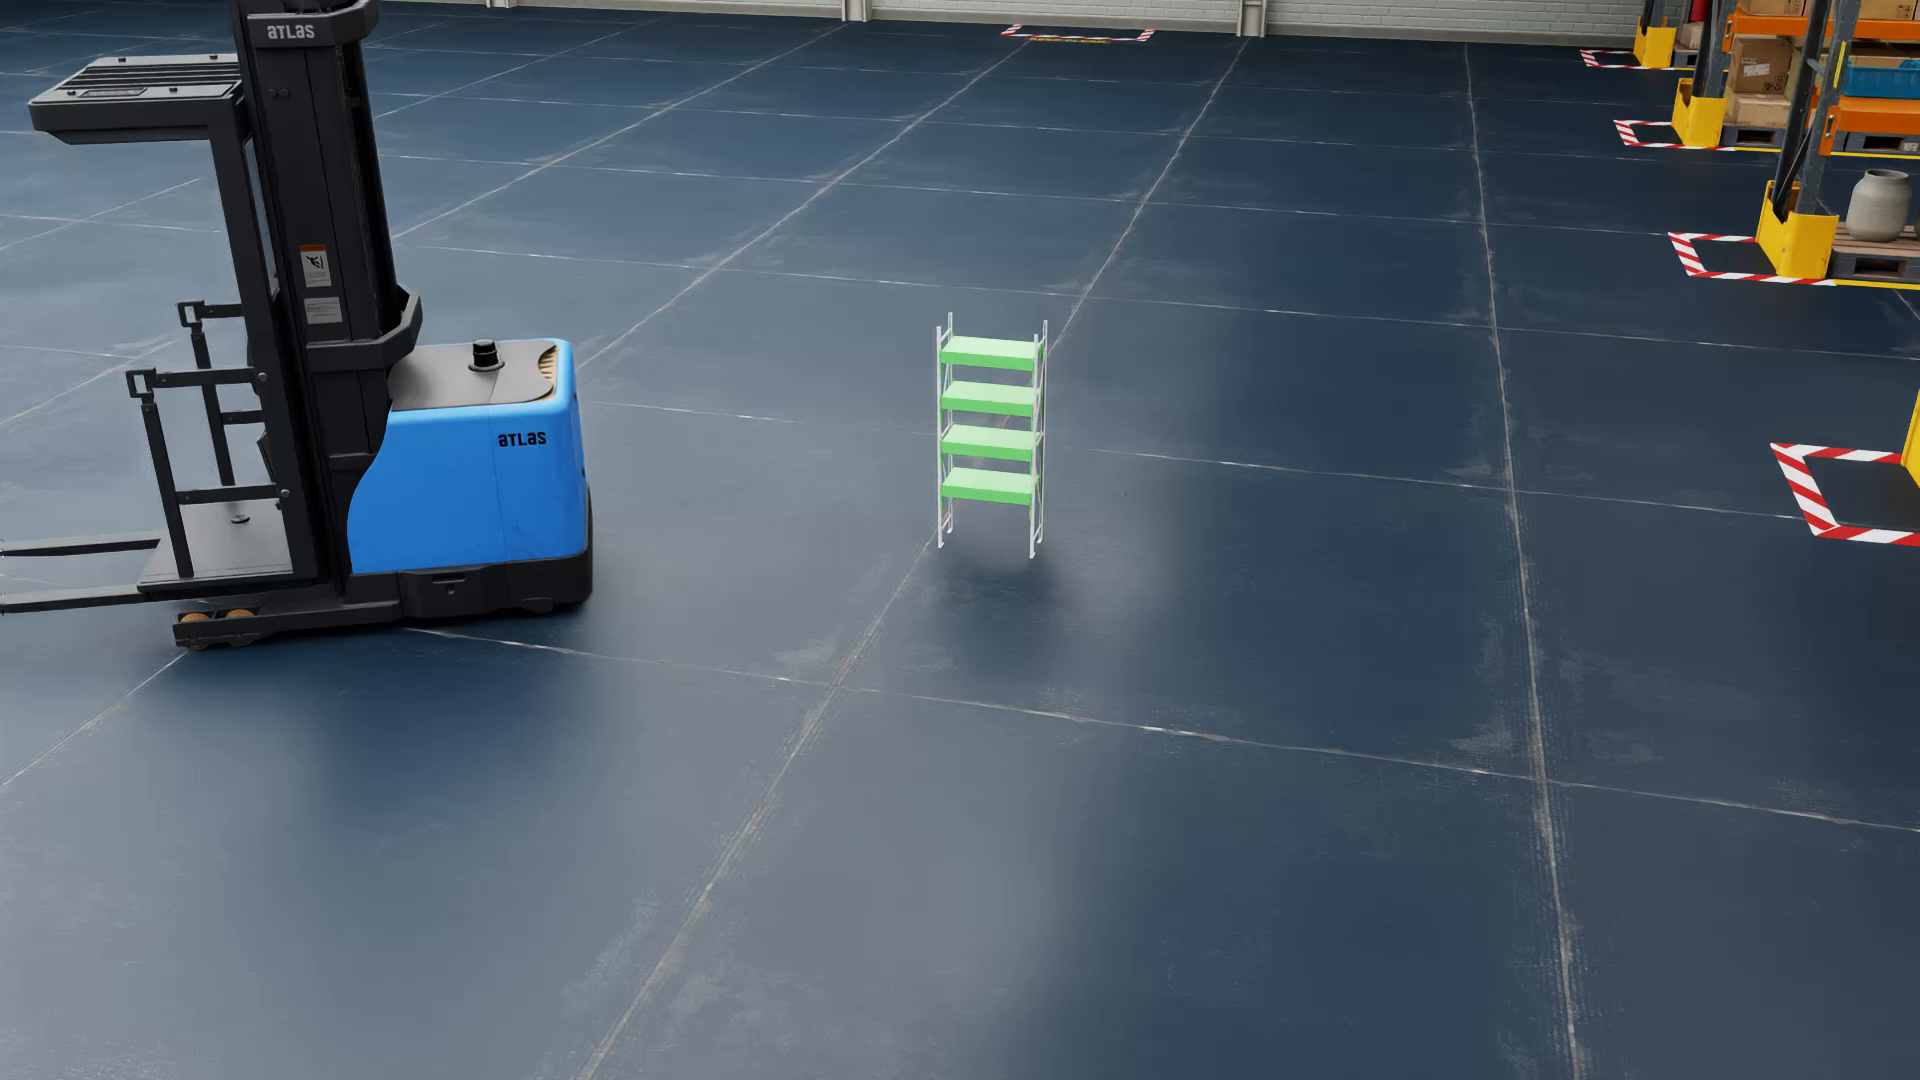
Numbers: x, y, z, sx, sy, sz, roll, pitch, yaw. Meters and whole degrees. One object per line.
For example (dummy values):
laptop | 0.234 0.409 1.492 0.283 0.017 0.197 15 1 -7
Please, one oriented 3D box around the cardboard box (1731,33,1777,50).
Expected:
cardboard box | 10.349 -6.577 21.691 0.500 0.311 0.500 9 27 17

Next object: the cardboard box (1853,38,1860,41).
cardboard box | 11.479 -6.428 21.566 0.250 0.149 0.380 4 26 9

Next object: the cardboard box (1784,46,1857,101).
cardboard box | 8.868 -4.786 17.151 0.500 0.500 0.500 6 26 13

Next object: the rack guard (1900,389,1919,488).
rack guard | 5.522 -0.442 9.096 0.348 0.500 1.175 6 26 13

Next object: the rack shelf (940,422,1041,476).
rack shelf | 0.160 -0.466 8.482 0.480 0.148 0.258 6 26 13

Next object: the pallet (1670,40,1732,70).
pallet | 10.001 -6.396 21.939 1.213 0.211 1.003 6 26 13

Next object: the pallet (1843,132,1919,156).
pallet | 9.848 -4.247 17.425 1.213 0.211 1.003 6 26 13

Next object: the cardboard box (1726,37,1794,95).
cardboard box | 8.513 -5.055 17.717 0.500 0.500 0.500 6 26 13

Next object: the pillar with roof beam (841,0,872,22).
pillar with roof beam | -2.651 -10.251 19.813 0.400 9.000 9.100 6 26 13

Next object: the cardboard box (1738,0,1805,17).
cardboard box | 8.368 -5.692 17.100 0.500 0.500 0.700 6 26 13

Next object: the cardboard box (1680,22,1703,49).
cardboard box | 9.797 -6.638 21.819 0.500 0.311 0.500 3 26 7

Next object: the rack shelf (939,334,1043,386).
rack shelf | 0.160 -0.900 8.276 0.480 0.148 0.258 6 26 13

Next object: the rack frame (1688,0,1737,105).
rack frame | 7.919 -5.702 17.237 0.127 3.000 1.000 6 26 13

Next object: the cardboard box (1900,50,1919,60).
cardboard box | 9.835 -4.677 16.922 0.500 0.500 0.500 6 26 13

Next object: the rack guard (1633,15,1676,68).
rack guard | 9.223 -6.628 22.090 0.348 0.500 1.175 6 26 13

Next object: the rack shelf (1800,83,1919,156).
rack shelf | 8.619 -3.101 12.612 4.000 0.370 1.077 6 26 13

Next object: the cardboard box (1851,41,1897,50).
cardboard box | 9.485 -4.954 17.505 0.500 0.500 0.500 6 26 13

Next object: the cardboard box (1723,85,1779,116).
cardboard box | 8.512 -4.716 17.876 0.500 0.250 0.500 6 26 13

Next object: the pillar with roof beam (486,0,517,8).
pillar with roof beam | -8.462 -10.894 21.163 0.400 9.000 9.100 6 26 13

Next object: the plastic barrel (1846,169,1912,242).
plastic barrel | 7.339 -2.668 13.270 0.421 0.512 0.421 0 25 0

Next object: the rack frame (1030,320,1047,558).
rack frame | 0.397 -0.498 8.400 0.015 1.200 0.240 6 26 13

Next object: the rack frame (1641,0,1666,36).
rack frame | 9.150 -7.765 21.570 0.127 3.000 1.000 6 26 13

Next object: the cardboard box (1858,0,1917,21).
cardboard box | 9.358 -5.582 16.869 0.500 0.500 0.700 6 26 13

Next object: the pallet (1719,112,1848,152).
pallet | 8.670 -4.379 17.702 1.213 0.211 1.003 6 26 13

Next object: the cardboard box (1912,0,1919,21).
cardboard box | 9.868 -5.527 16.754 0.500 0.500 0.700 7 26 15

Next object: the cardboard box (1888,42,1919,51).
cardboard box | 9.969 -4.900 17.391 0.500 0.500 0.500 6 26 13

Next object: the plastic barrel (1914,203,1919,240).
plastic barrel | 7.824 -2.614 13.158 0.421 0.512 0.421 0 25 0

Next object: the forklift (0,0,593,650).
forklift | -3.351 -1.062 7.572 3.031 2.935 1.130 -5 26 -10

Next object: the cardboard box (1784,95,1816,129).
cardboard box | 8.869 -4.448 17.314 0.500 0.250 0.500 6 26 13

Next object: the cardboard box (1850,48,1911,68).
cardboard box | 9.356 -4.738 17.050 0.500 0.500 0.500 6 26 13

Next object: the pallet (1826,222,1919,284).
pallet | 7.553 -2.304 13.343 1.213 0.211 1.003 6 26 13

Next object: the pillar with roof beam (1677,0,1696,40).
pillar with roof beam | 8.971 -8.966 17.115 0.400 9.000 9.100 6 26 13

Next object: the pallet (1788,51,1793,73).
pallet | 11.179 -6.264 21.663 1.213 0.211 1.003 6 26 13

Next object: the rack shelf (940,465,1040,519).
rack shelf | 0.160 -0.250 8.585 0.480 0.148 0.258 6 26 13

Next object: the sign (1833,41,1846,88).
sign | 6.541 -3.537 12.367 0.005 0.325 0.100 6 26 13

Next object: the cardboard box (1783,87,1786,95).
cardboard box | 9.000 -4.667 17.774 0.500 0.250 0.500 6 26 13

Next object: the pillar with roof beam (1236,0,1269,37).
pillar with roof beam | 3.160 -9.609 18.464 0.400 9.000 9.100 6 26 13

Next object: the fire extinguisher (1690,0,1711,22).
fire extinguisher | 7.921 -5.873 17.687 0.183 0.674 0.296 6 26 13

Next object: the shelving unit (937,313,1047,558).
shelving unit | 0.160 -0.524 8.455 0.503 1.200 0.258 6 26 13

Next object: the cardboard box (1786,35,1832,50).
cardboard box | 11.047 -6.563 21.442 0.500 0.500 0.700 5 26 10

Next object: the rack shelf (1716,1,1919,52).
rack shelf | 9.856 -5.163 16.942 4.000 0.370 1.077 6 26 13

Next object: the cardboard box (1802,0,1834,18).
cardboard box | 8.878 -5.638 16.986 0.500 0.500 0.700 7 26 14

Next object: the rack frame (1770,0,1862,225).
rack frame | 6.682 -3.640 12.907 0.127 3.000 1.000 6 26 13

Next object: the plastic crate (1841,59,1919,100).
plastic crate | 7.241 -3.644 13.088 0.616 0.251 0.499 6 26 13

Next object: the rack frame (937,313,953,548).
rack frame | -0.076 -0.550 8.510 0.015 1.200 0.240 6 26 13

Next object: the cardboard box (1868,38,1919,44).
cardboard box | 12.008 -6.501 21.312 0.500 0.500 0.500 4 26 9

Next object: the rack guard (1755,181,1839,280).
rack guard | 6.767 -2.523 13.468 0.348 0.500 1.175 6 26 13

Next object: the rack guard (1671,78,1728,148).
rack guard | 7.896 -4.576 17.780 0.348 0.500 1.175 6 26 13

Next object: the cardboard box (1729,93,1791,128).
cardboard box | 8.383 -4.500 17.423 0.500 0.250 0.500 6 26 13

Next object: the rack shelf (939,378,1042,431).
rack shelf | 0.160 -0.683 8.379 0.480 0.148 0.258 6 26 13
